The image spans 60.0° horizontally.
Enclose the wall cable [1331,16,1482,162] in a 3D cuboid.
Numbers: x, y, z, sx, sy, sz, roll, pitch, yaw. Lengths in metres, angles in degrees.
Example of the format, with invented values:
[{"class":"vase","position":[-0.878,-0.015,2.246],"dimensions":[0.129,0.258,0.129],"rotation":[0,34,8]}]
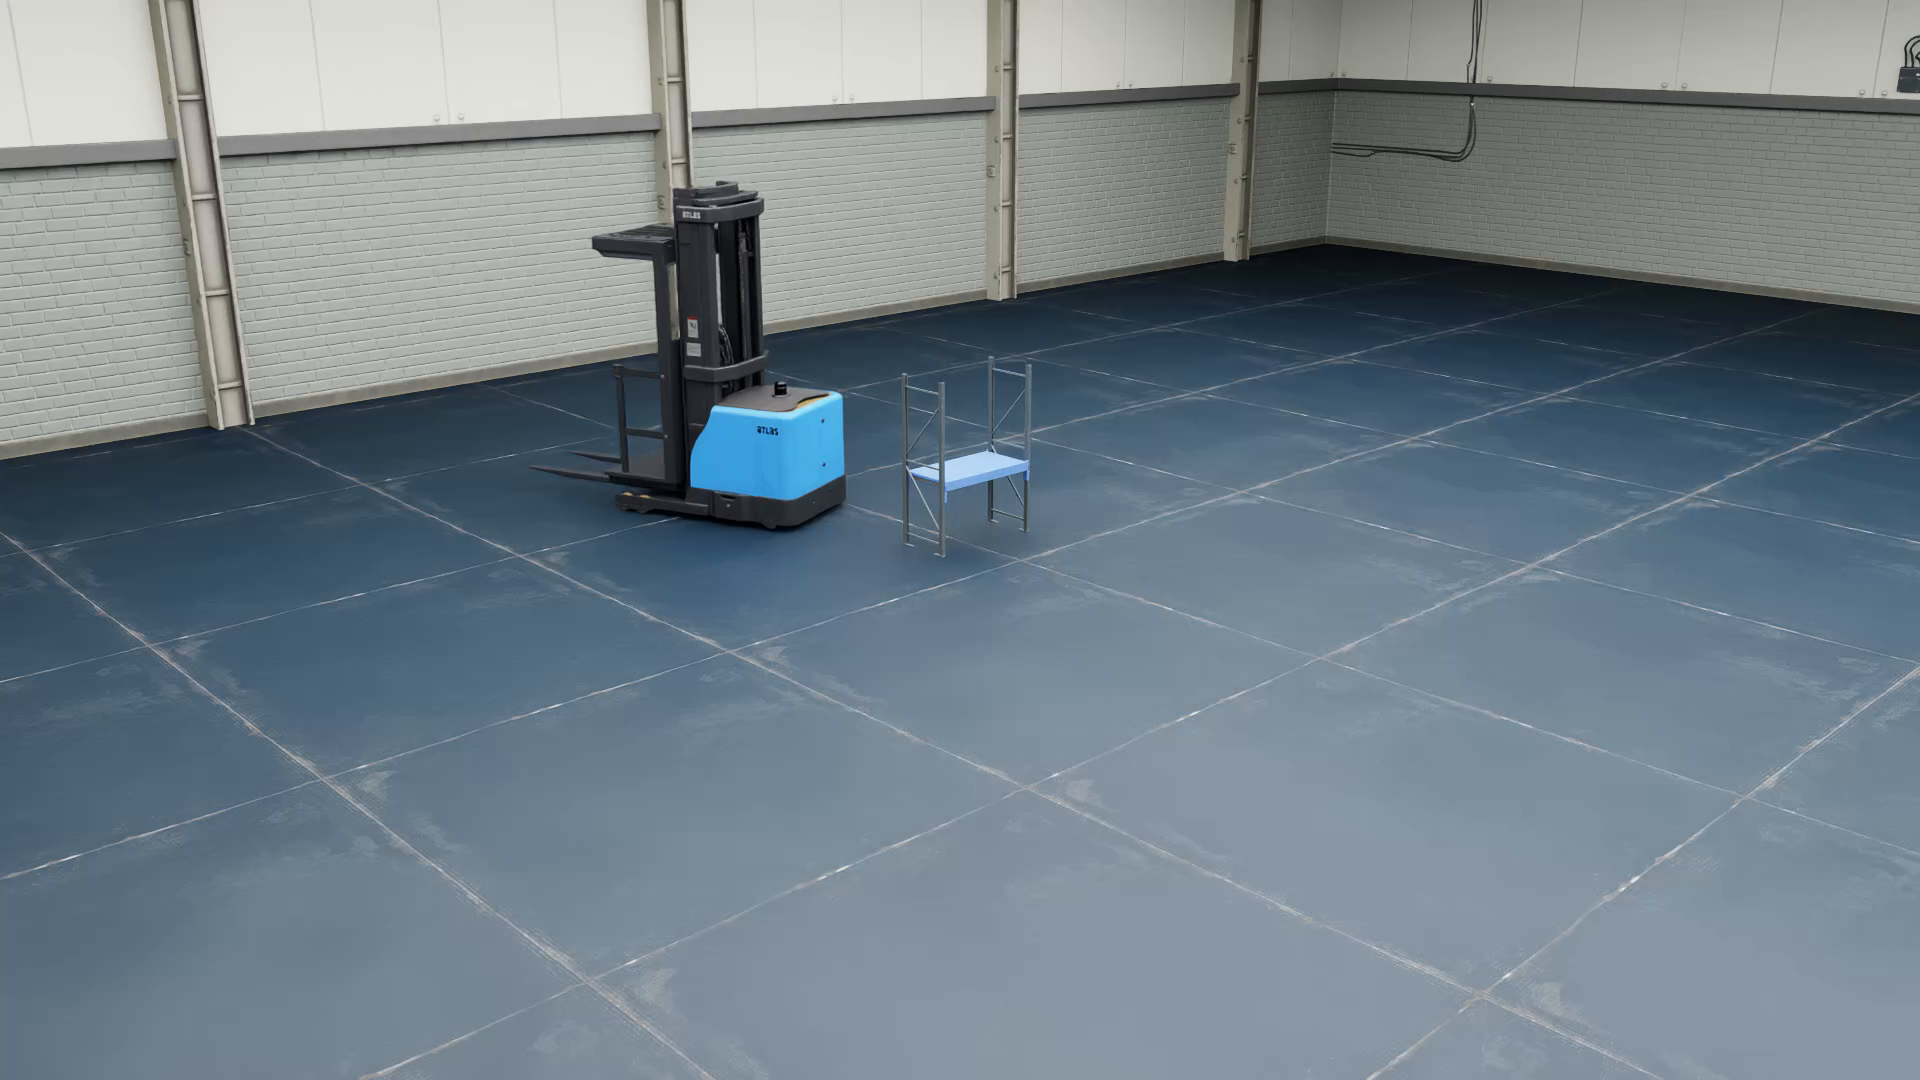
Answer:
[{"class":"wall cable","position":[8.059,-8.225,30.298],"dimensions":[0.112,2.526,3.097],"rotation":[-16,24,-41]}]

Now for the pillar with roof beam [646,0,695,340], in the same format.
[{"class":"pillar with roof beam","position":[-0.752,-5.867,17.990],"dimensions":[0.400,9.000,9.100],"rotation":[-16,24,-41]}]

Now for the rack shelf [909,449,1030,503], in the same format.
[{"class":"rack shelf","position":[0.062,-0.560,14.365],"dimensions":[1.000,0.185,0.538],"rotation":[-16,24,-41]}]

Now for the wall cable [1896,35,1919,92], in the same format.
[{"class":"wall cable","position":[14.570,-9.189,22.723],"dimensions":[0.169,6.003,2.305],"rotation":[-16,24,-41]}]

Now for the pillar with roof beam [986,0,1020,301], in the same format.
[{"class":"pillar with roof beam","position":[3.608,-7.138,21.911],"dimensions":[0.400,9.000,9.100],"rotation":[-16,24,-41]}]

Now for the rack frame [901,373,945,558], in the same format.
[{"class":"rack frame","position":[-0.307,-0.624,13.977],"dimensions":[0.032,1.500,0.500],"rotation":[-16,24,-41]}]

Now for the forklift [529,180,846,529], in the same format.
[{"class":"forklift","position":[-2.616,-1.778,15.218],"dimensions":[3.031,2.935,1.130],"rotation":[8,20,24]}]

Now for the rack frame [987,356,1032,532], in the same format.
[{"class":"rack frame","position":[0.431,-0.839,14.641],"dimensions":[0.032,1.500,0.500],"rotation":[-16,24,-41]}]

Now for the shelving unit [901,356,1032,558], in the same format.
[{"class":"shelving unit","position":[0.062,-0.732,14.309],"dimensions":[1.048,1.500,0.538],"rotation":[-16,24,-41]}]

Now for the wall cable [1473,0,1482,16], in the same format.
[{"class":"wall cable","position":[9.918,-10.022,27.649],"dimensions":[0.112,2.526,3.097],"rotation":[-16,24,-41]}]

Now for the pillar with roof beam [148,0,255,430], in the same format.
[{"class":"pillar with roof beam","position":[-5.111,-4.596,14.068],"dimensions":[0.400,9.000,9.100],"rotation":[-16,24,-41]}]

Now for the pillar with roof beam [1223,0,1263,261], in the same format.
[{"class":"pillar with roof beam","position":[7.968,-8.410,25.832],"dimensions":[0.400,9.000,9.100],"rotation":[-16,24,-41]}]
